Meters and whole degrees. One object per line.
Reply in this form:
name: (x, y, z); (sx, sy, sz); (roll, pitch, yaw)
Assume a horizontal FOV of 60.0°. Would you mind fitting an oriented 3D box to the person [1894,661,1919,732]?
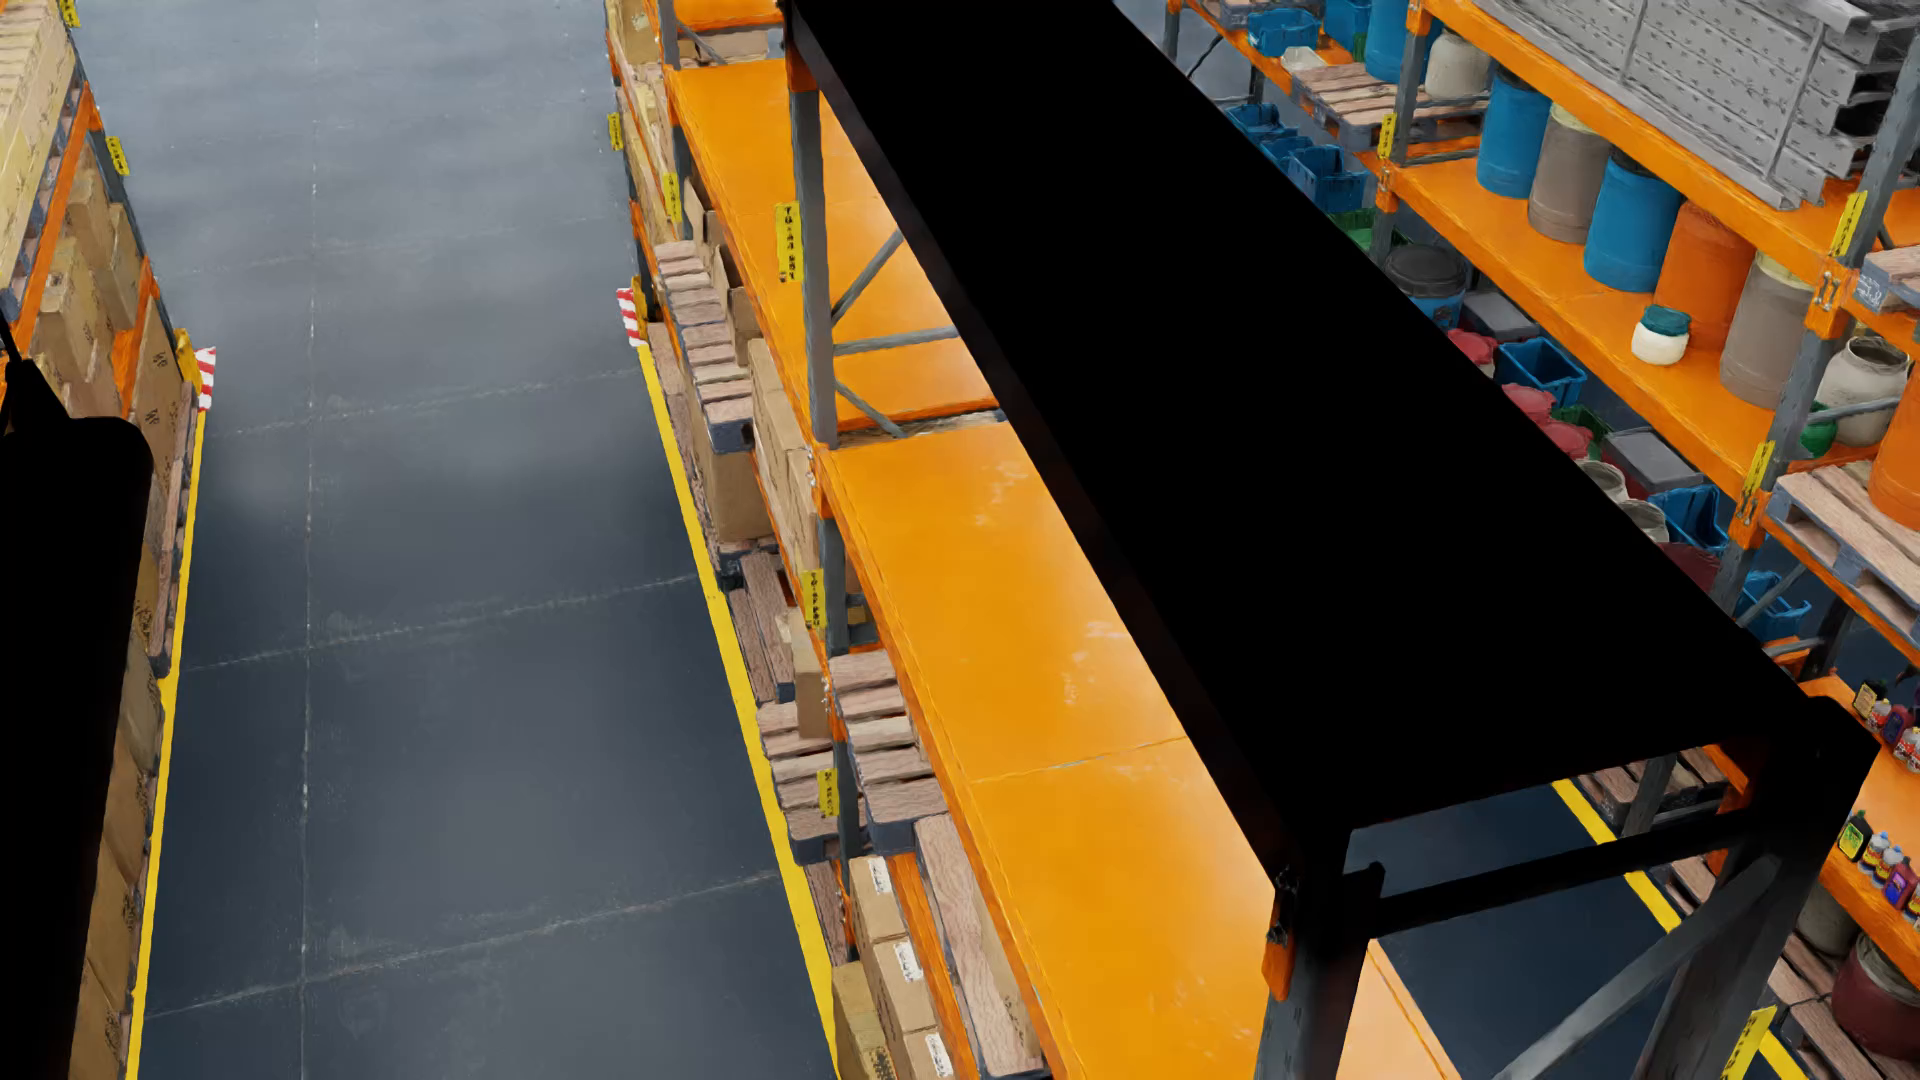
person: (6.080, 0.983, 10.329); (0.407, 1.533, 0.950); (-5, 39, -6)
